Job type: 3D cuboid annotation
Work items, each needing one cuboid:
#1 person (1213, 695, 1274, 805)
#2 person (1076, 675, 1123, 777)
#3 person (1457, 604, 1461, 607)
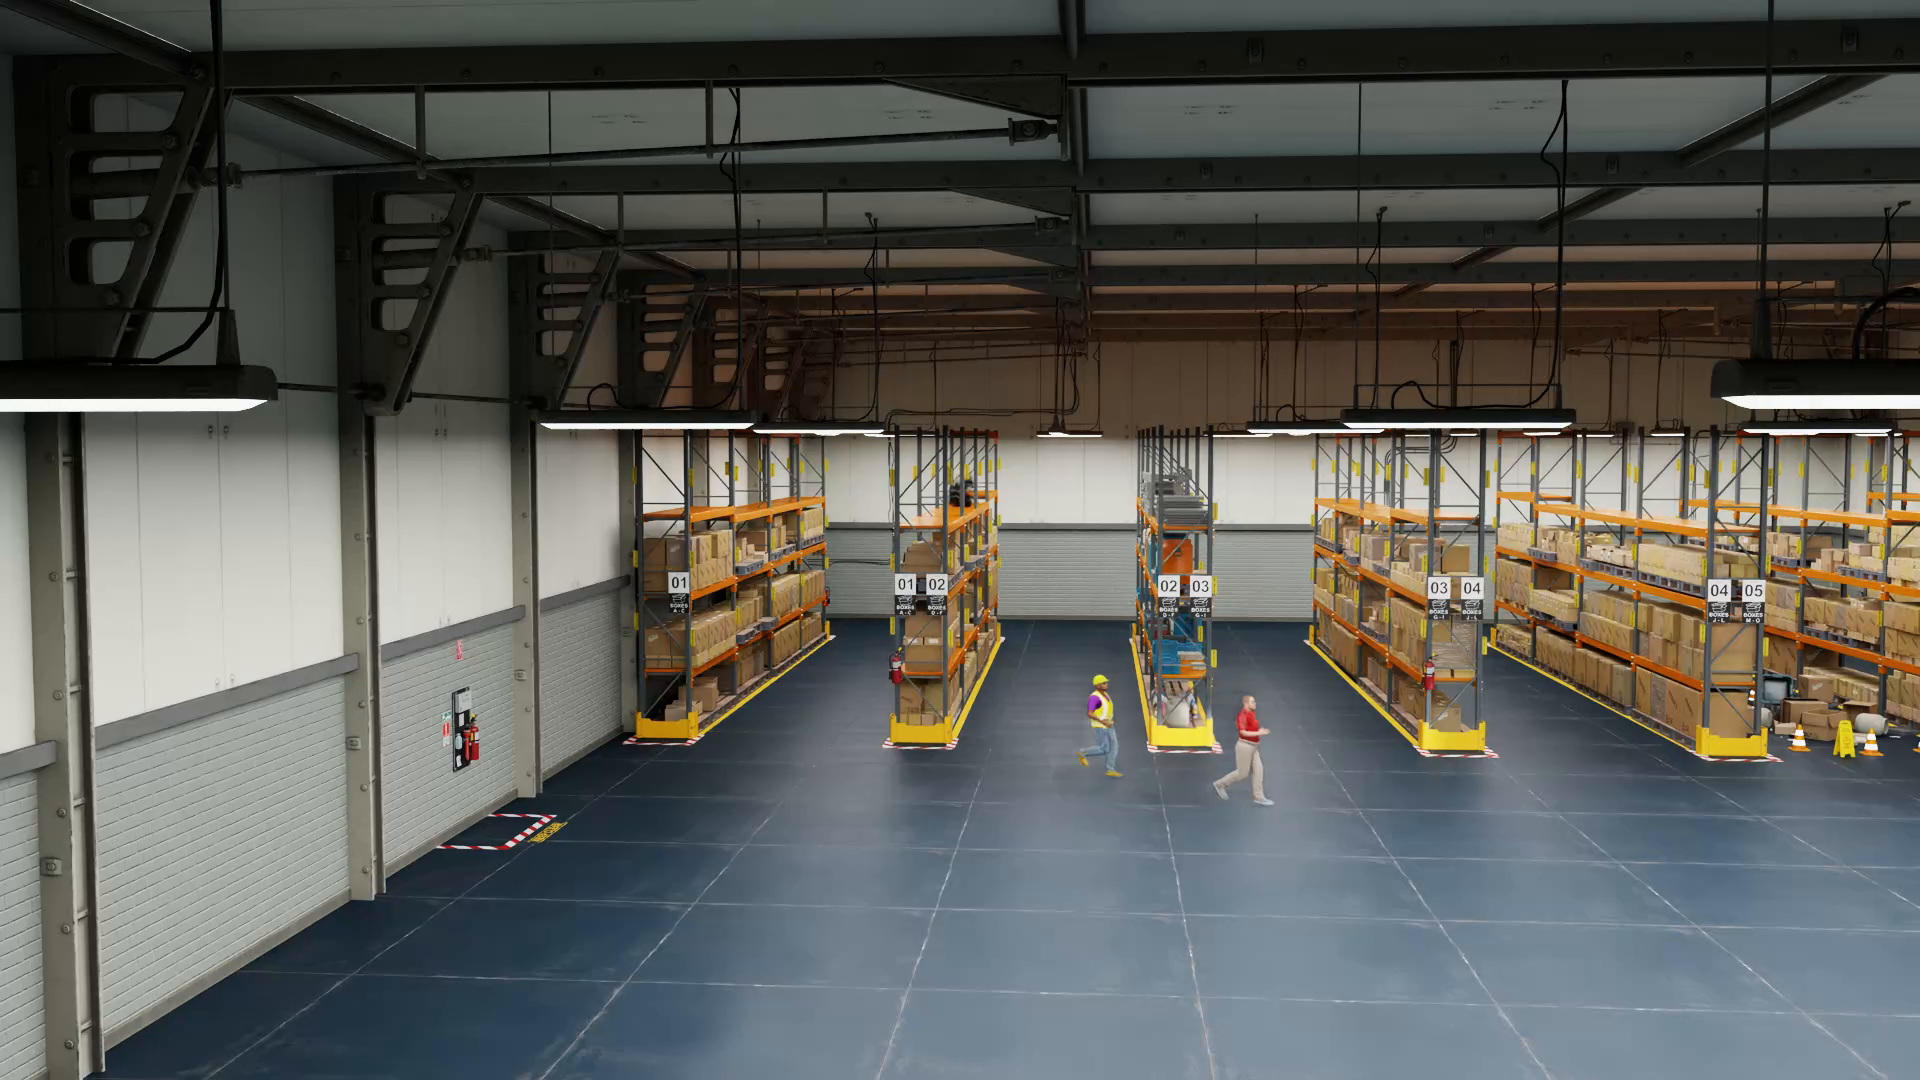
[{"bbox_3d":[4.462,3.278,26.055,0.944,1.709,0.664,2,4,25],"label":"person"},{"bbox_3d":[2.406,3.161,28.345,0.815,1.727,0.712,2,4,29],"label":"person"},{"bbox_3d":[13.533,2.118,46.315,0.912,1.600,0.654,-3,4,-40],"label":"person"}]
